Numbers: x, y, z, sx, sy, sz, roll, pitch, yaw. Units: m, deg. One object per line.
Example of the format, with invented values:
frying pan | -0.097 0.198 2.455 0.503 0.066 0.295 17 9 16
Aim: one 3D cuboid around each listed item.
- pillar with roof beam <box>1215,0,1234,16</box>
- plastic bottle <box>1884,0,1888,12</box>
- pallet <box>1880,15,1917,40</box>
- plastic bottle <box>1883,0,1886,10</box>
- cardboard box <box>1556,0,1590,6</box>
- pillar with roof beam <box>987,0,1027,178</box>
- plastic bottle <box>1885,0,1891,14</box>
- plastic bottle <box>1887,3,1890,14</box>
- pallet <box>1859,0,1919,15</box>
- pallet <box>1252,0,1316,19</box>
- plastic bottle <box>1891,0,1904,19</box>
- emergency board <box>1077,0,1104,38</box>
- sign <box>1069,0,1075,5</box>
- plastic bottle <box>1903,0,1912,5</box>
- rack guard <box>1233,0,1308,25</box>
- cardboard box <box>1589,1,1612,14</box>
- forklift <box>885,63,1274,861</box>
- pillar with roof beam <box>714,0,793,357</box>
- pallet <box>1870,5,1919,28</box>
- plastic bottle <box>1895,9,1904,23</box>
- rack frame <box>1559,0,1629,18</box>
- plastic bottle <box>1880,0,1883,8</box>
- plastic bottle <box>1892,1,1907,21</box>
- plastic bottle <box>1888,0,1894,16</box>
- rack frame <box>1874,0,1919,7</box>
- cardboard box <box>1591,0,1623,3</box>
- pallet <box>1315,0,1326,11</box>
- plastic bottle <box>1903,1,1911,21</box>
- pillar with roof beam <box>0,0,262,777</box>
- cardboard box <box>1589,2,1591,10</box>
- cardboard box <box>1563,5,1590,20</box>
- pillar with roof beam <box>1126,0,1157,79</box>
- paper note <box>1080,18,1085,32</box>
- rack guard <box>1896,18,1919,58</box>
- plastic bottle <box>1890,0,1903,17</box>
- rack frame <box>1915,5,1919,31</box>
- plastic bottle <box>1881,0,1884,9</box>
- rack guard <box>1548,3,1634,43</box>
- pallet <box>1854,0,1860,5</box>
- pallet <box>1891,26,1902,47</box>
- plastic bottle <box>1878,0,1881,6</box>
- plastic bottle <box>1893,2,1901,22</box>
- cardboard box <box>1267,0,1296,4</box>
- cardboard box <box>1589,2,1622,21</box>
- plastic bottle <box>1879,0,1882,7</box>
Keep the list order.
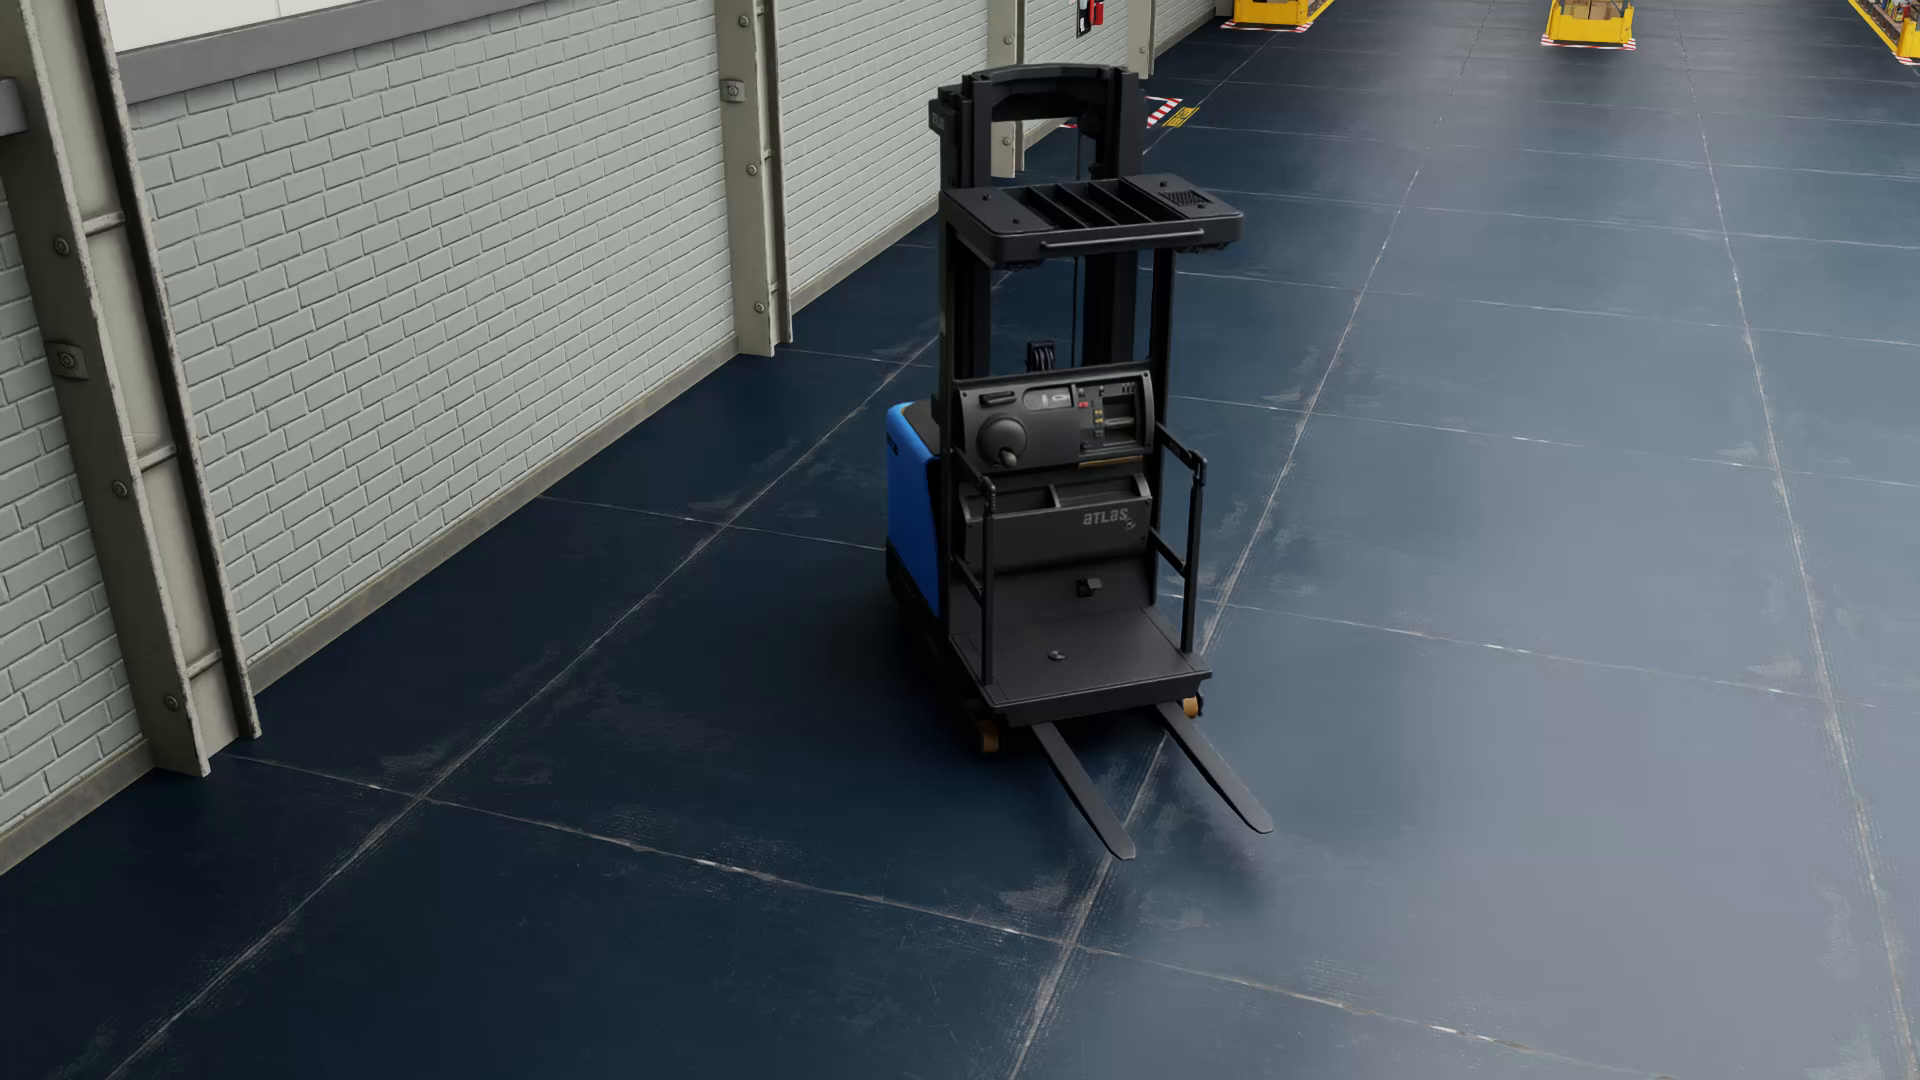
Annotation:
pillar with roof beam | 8.539 -12.316 24.862 9.100 9.000 0.400 9 27 17
plastic bottle | 15.012 -8.691 26.793 0.144 0.351 0.185 8 27 15
pallet | 15.068 -8.007 26.044 1.003 0.211 1.213 9 27 17
plastic bottle | 15.075 -8.769 26.954 0.144 0.351 0.185 10 27 19
cardboard box | 9.632 -8.663 26.013 0.500 0.500 0.500 9 27 17
pillar with roof beam | 4.545 -7.385 14.677 9.100 9.000 0.400 9 27 17
plastic bottle | 14.918 -8.599 26.680 0.061 0.283 0.133 10 28 20
plastic bottle | 14.896 -8.511 26.593 0.097 0.201 0.097 0 26 0
pallet | 15.960 -9.108 28.319 1.003 0.211 1.213 9 27 17
pallet | 5.391 -8.932 27.956 1.003 0.211 1.213 9 27 17
plastic bottle | 14.758 -8.338 26.149 0.152 0.276 0.135 8 27 16
emergency board | 1.624 -6.765 20.280 0.194 1.169 0.643 9 27 17
sign | 1.343 -6.569 19.834 0.001 0.329 0.234 9 27 17
plastic bottle | 15.019 -8.472 26.426 0.152 0.276 0.135 9 27 17
rack guard | 5.087 -8.734 27.215 1.175 0.500 0.348 9 27 17
cardboard box | 10.285 -8.456 26.447 0.500 0.250 0.500 9 27 17
forklift | 0.516 -0.520 7.460 1.130 2.935 3.031 -8 27 -15
pillar with roof beam | 2.549 -4.919 9.584 9.100 9.000 0.400 9 27 17
pallet | 15.472 -8.510 27.083 1.003 0.211 1.213 9 27 17
plastic bottle | 14.602 -8.148 25.842 0.097 0.201 0.097 0 26 0
rack frame | 9.734 -9.111 25.125 1.000 3.000 0.127 9 27 17
plastic bottle | 15.148 -8.822 27.235 0.097 0.201 0.097 0 26 0
plastic bottle | 14.712 -8.281 26.032 0.152 0.276 0.135 9 27 18
plastic bottle | 14.871 -8.517 26.433 0.144 0.351 0.185 9 27 17
rack frame | 15.735 -10.035 27.033 1.000 3.000 0.127 9 27 17
cardboard box | 10.287 -8.794 26.283 0.500 0.500 0.500 9 27 17
pallet | 5.798 -9.432 28.988 1.003 0.211 1.213 9 27 17
plastic bottle | 14.812 -8.269 25.999 0.061 0.283 0.133 9 27 17
pillar with roof beam | 0.552 -2.454 4.492 9.100 9.000 0.400 9 27 17
cardboard box | 10.452 -8.662 26.871 0.500 0.250 0.500 9 27 17
cardboard box | 9.634 -8.325 26.176 0.500 0.250 0.500 9 27 17
pillar with roof beam | 6.542 -9.851 19.769 9.100 9.000 0.400 9 27 17
paper note | 1.500 -6.306 20.342 0.016 0.148 0.142 9 27 17
rack guard | 14.385 -7.304 24.261 1.175 0.500 0.348 9 27 17
plastic bottle | 14.809 -8.440 26.275 0.144 0.351 0.185 10 28 20
rack frame | 14.404 -8.391 23.638 1.000 3.000 0.127 9 27 17
plastic bottle | 15.134 -8.803 27.109 0.152 0.276 0.135 10 27 19
rack guard | 9.726 -7.976 25.649 1.175 0.500 0.348 9 27 17
pallet | 16.364 -9.611 29.358 1.003 0.211 1.213 9 27 17
pallet | 14.660 -7.507 25.012 1.003 0.211 1.213 9 27 17
plastic bottle | 15.216 -8.937 27.393 0.097 0.271 0.097 0 26 0
plastic bottle | 14.624 -8.235 25.929 0.061 0.283 0.133 9 27 19
cardboard box | 5.377 -9.087 27.656 0.500 0.311 0.500 6 26 12
cardboard box | 10.123 -8.250 26.021 0.500 0.250 0.500 9 27 17
plastic bottle | 15.182 -8.864 27.322 0.097 0.201 0.097 0 26 0
